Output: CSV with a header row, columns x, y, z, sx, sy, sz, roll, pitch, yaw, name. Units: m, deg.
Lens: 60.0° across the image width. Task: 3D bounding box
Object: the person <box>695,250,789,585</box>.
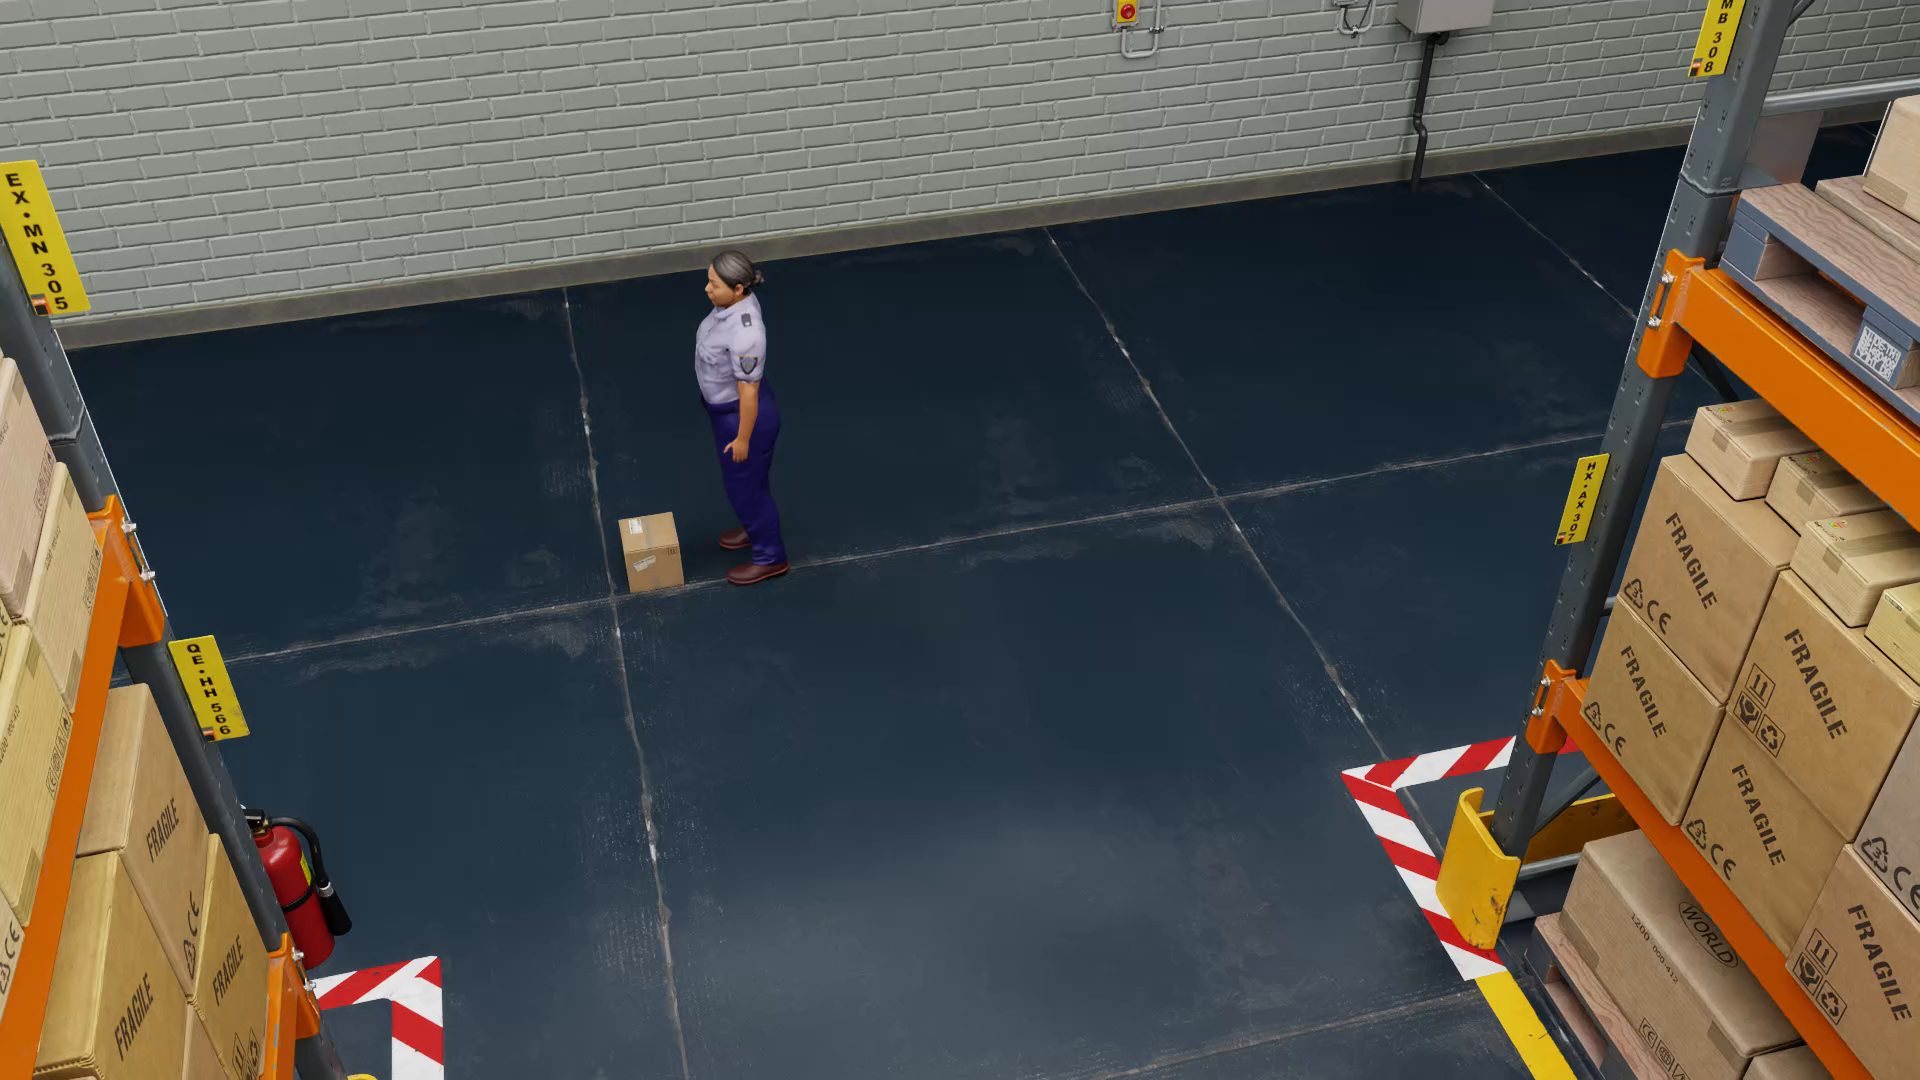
x,y,z,sx,sy,sz,roll,pitch,yaw,name
-0.981,-0.544,7.427,0.342,1.632,0.467,-9,39,-11,person
